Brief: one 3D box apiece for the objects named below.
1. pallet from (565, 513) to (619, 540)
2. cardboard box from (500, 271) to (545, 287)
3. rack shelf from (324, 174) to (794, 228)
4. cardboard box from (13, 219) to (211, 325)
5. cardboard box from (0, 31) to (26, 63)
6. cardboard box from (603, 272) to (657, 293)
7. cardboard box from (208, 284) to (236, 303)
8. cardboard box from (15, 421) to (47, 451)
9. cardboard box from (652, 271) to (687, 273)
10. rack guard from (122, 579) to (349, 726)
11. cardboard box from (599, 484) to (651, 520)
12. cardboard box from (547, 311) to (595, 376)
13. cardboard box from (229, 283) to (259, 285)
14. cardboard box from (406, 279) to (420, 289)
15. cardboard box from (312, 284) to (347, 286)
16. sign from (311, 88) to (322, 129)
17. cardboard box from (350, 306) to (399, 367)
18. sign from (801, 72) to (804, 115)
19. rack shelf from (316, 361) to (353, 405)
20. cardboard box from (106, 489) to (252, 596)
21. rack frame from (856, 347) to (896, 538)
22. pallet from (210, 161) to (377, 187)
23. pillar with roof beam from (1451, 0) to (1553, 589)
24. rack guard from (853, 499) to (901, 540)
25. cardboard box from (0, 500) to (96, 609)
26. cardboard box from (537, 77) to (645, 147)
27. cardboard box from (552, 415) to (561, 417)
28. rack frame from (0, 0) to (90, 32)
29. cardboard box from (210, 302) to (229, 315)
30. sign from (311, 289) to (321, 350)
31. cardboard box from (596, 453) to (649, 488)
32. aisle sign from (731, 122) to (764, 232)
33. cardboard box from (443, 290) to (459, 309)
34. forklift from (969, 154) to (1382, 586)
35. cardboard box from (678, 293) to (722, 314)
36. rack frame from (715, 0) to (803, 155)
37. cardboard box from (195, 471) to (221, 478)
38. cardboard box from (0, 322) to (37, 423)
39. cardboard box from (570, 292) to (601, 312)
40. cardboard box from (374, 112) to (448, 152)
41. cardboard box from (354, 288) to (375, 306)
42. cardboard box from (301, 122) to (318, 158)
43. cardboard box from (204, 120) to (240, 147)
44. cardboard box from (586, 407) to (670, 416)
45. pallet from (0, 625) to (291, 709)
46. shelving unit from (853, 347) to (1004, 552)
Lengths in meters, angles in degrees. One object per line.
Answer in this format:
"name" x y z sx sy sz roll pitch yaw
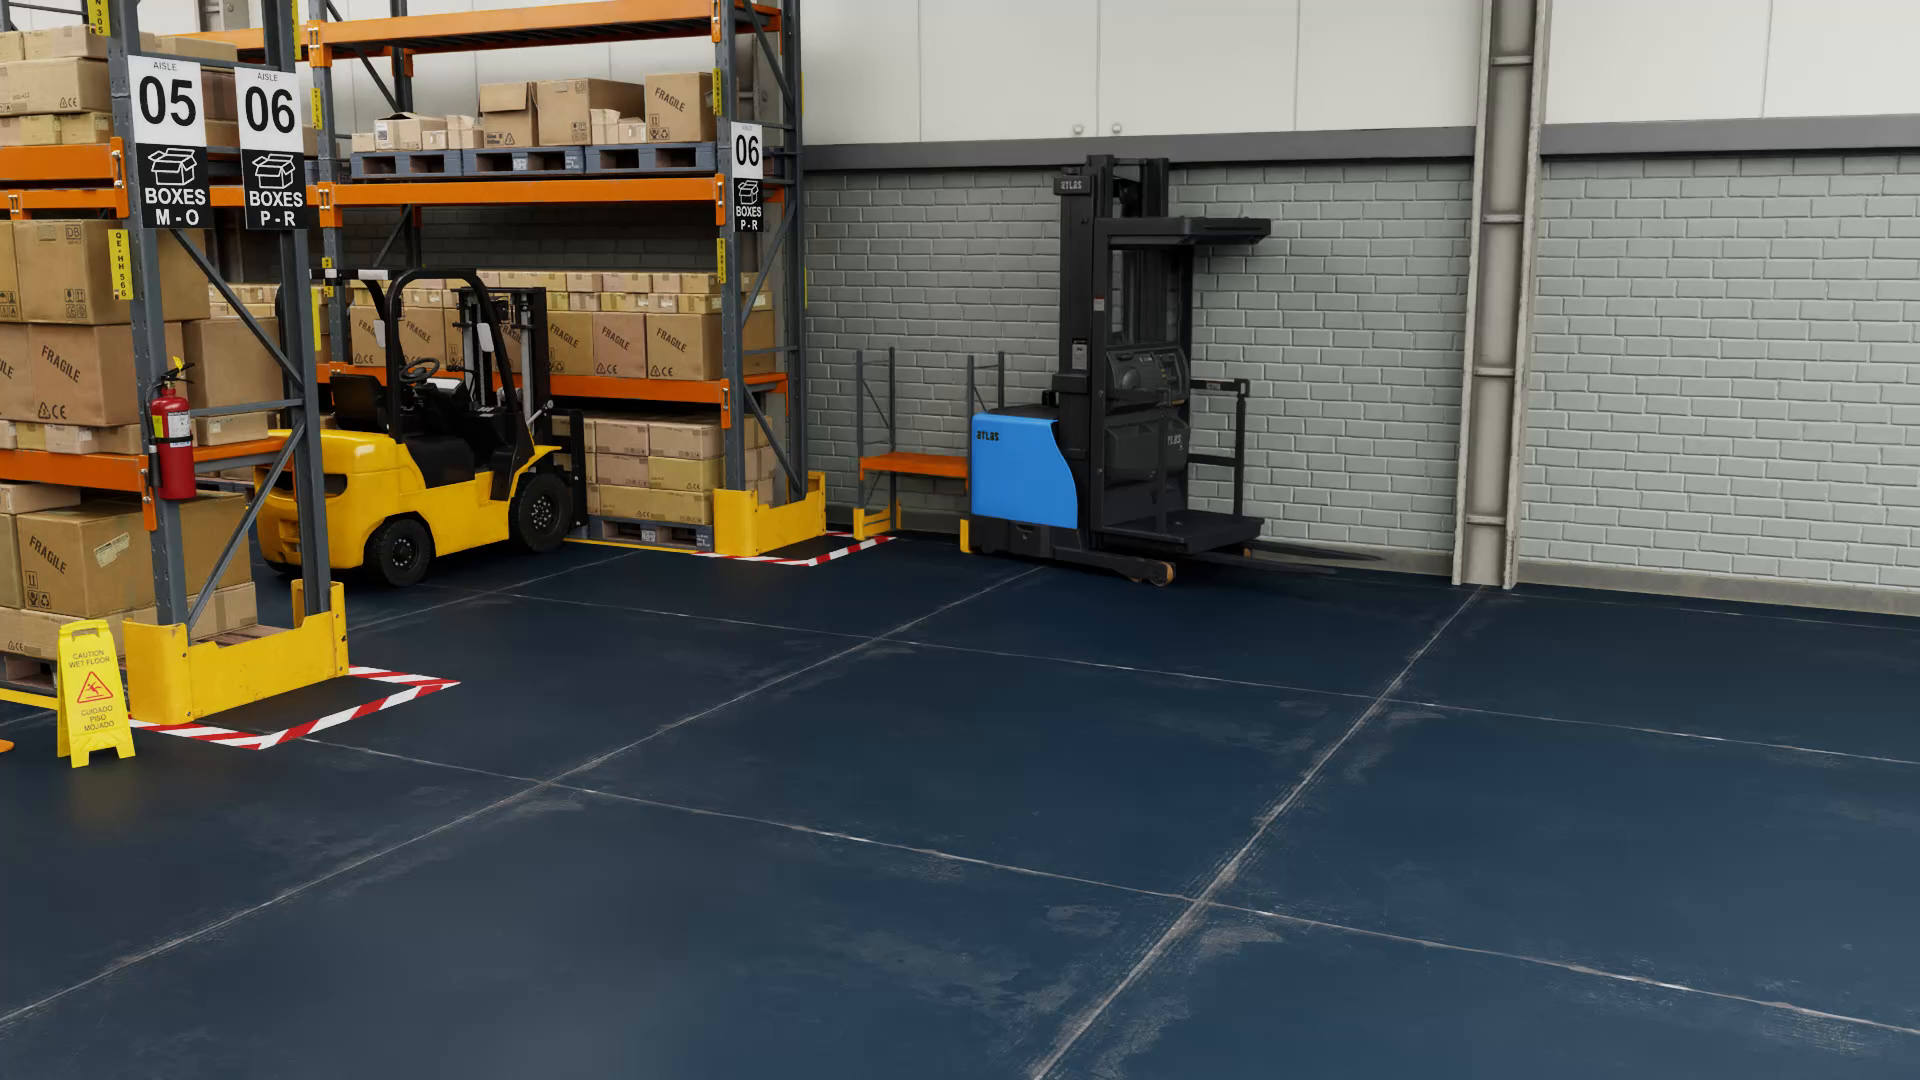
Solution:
"pallet" -3.294 -0.231 13.912 1.213 0.211 1.003 5 11 26
"cardboard box" -3.511 -2.105 13.499 0.250 0.149 0.380 5 11 26
"rack shelf" -3.294 -2.732 13.503 4.000 0.370 1.077 5 11 26
"cardboard box" -4.248 -1.353 8.358 0.500 0.500 0.700 5 11 24
"cardboard box" -4.578 -2.428 8.265 0.250 0.149 0.380 5 11 25
"cardboard box" -2.587 -2.024 13.056 0.250 0.149 0.380 5 11 26
"cardboard box" -6.651 -2.224 14.993 0.250 0.149 0.380 5 11 26
"cardboard box" -4.620 -0.557 8.592 0.250 0.149 0.380 5 11 25
"cardboard box" -2.385 -2.095 13.443 0.250 0.149 0.380 5 11 26
"rack guard" -3.761 0.564 8.709 0.348 0.500 1.175 5 11 26
"cardboard box" -2.503 -0.334 13.193 0.500 0.250 0.500 5 11 26
"cardboard box" -2.979 -1.582 13.265 0.500 0.500 0.500 5 11 25
"cardboard box" -6.654 -2.326 15.557 0.250 0.149 0.380 5 11 26
"cardboard box" -4.426 -2.185 13.945 0.250 0.149 0.380 5 11 25
"cardboard box" -5.749 -2.248 15.125 0.250 0.149 0.380 5 11 26
"sign" -5.319 -3.566 13.752 0.005 0.325 0.100 5 11 26
"cardboard box" -4.805 -1.741 14.144 0.500 0.500 0.500 5 11 24
"sign" -1.249 -3.486 12.970 0.005 0.325 0.100 5 11 26
"rack shelf" -6.881 -1.572 15.511 4.000 0.370 1.077 5 11 26
"cardboard box" -4.316 0.008 9.199 0.500 0.500 0.500 5 11 24
"rack frame" -0.668 -0.783 13.347 0.032 1.500 0.500 6 12 31
"pallet" -5.884 -3.217 14.699 1.217 0.209 0.805 5 11 24
"pillar with roof beam" 1.750 -3.443 6.988 0.400 9.000 9.100 5 11 26
"rack guard" -0.667 -0.168 13.457 0.087 0.250 0.587 6 12 31
"cardboard box" -4.996 0.056 8.937 0.500 0.500 0.500 6 12 28
"cardboard box" -2.879 -3.327 13.024 0.500 0.500 0.700 5 11 26
"cardboard box" -3.420 -0.904 13.534 0.500 0.250 0.500 5 11 25
"rack frame" -8.674 -5.035 15.784 0.127 3.000 1.000 5 11 26
"cardboard box" -6.561 -2.019 14.979 0.500 0.250 0.500 5 12 27
"sign" -3.453 -1.172 8.855 0.005 0.325 0.100 5 11 26
"cardboard box" -2.520 -0.582 13.162 0.500 0.250 0.500 5 11 25
"aisle sign" -1.571 -2.680 12.316 0.004 0.787 0.394 5 11 26
"cardboard box" -4.016 -1.981 13.650 0.250 0.149 0.380 5 11 25
"forklift" 1.510 -1.230 11.797 3.031 2.935 1.130 9 14 41
"cardboard box" -1.935 -1.804 12.672 0.250 0.149 0.380 5 11 27
"rack frame" -1.500 -4.405 12.301 0.127 3.000 1.000 5 11 26
"cardboard box" -6.928 -0.967 15.638 0.625 0.625 0.875 5 11 23
"cardboard box" -4.749 -0.894 8.633 0.500 0.500 0.500 5 11 26
"cardboard box" -2.861 -1.884 13.116 0.250 0.149 0.380 5 11 24
"cardboard box" -4.449 -3.352 13.694 0.500 0.311 0.500 5 12 27
"cardboard box" -4.918 -2.069 14.139 0.250 0.149 0.380 5 11 25
"cardboard box" -5.844 -3.474 14.371 0.500 0.311 0.500 5 11 24
"cardboard box" -3.847 -2.090 8.639 0.250 0.149 0.380 5 11 26
"cardboard box" -2.741 -0.946 13.771 0.500 0.250 0.500 5 11 25
"pallet" -4.474 0.637 9.119 1.213 0.211 1.003 5 11 26
"shelving unit" -0.242 -0.737 13.090 1.083 1.500 0.587 6 12 31
